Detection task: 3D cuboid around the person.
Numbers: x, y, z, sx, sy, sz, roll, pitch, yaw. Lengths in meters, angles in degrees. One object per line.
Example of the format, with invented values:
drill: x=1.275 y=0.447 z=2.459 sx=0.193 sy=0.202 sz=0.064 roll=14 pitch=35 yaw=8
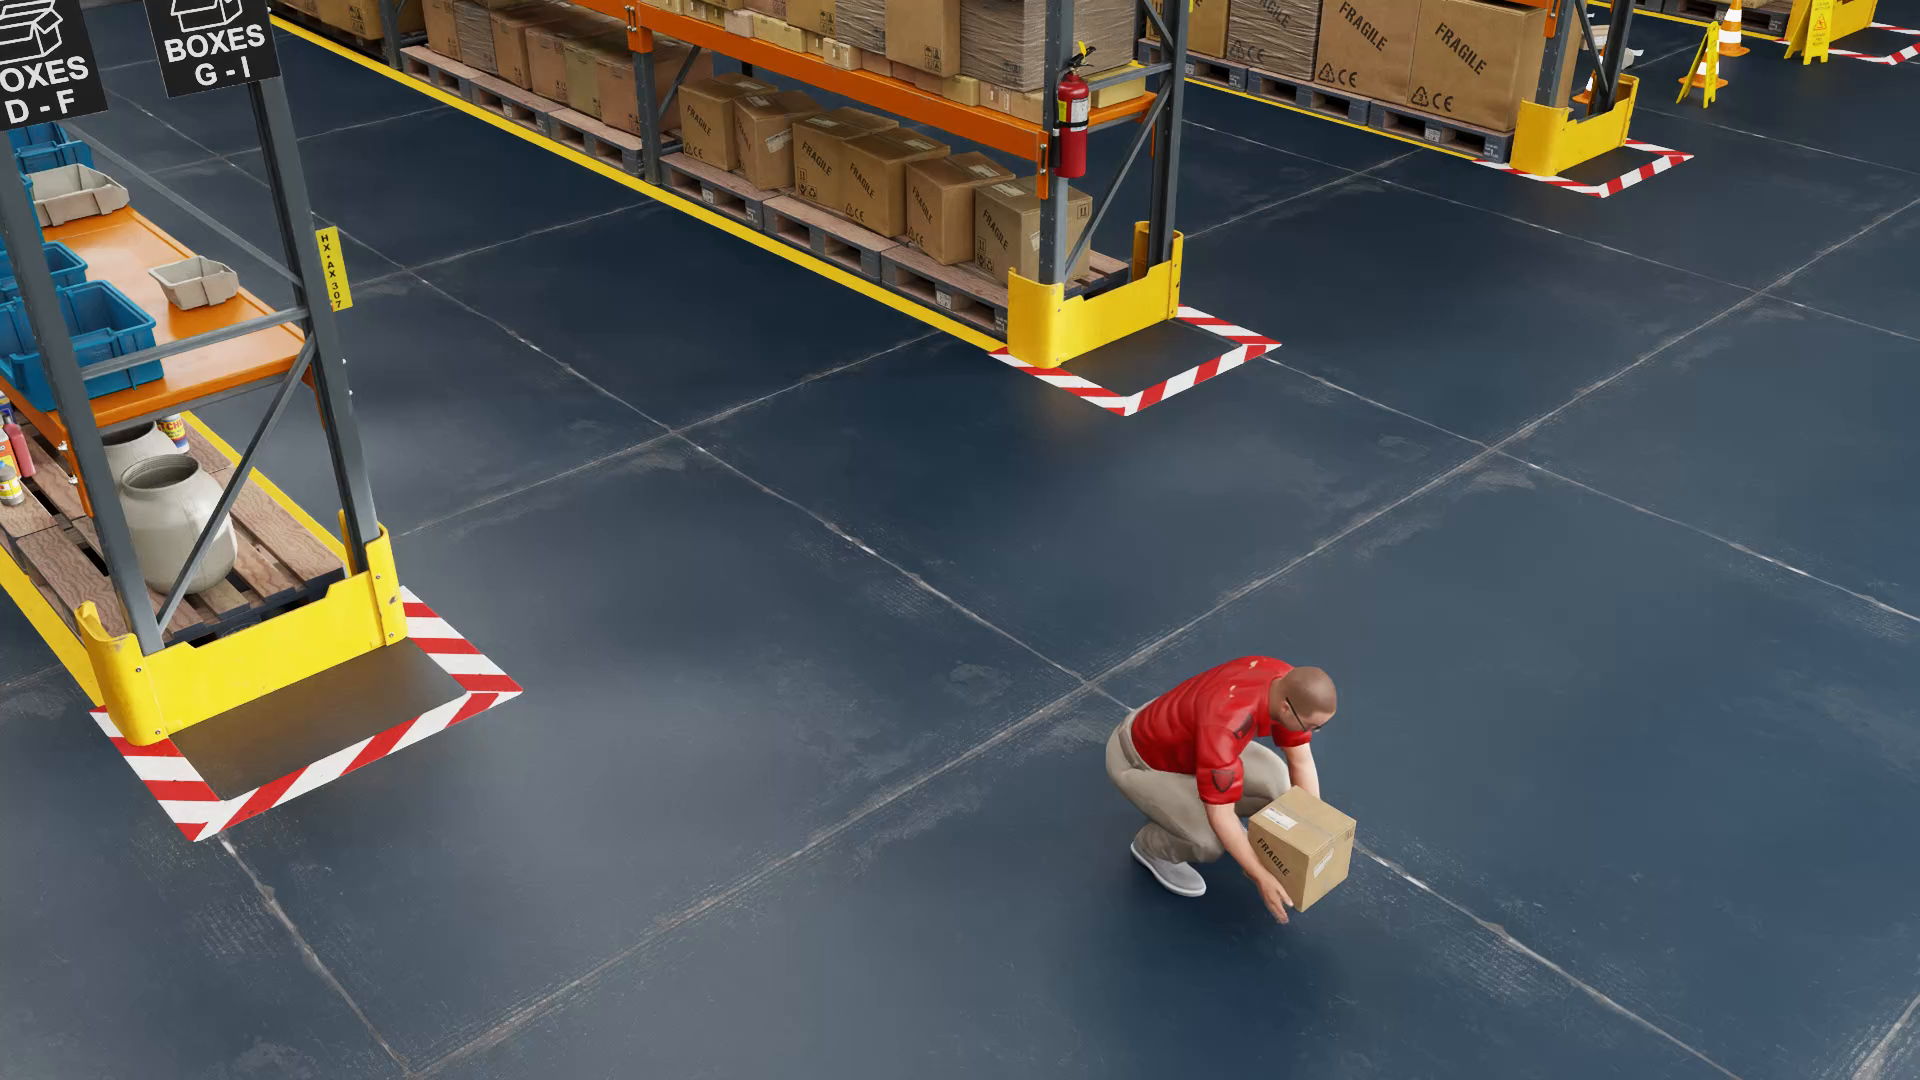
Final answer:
person: x=0.908 y=0.759 z=5.644 sx=0.545 sy=0.983 sz=0.859 roll=-26 pitch=40 yaw=-36
